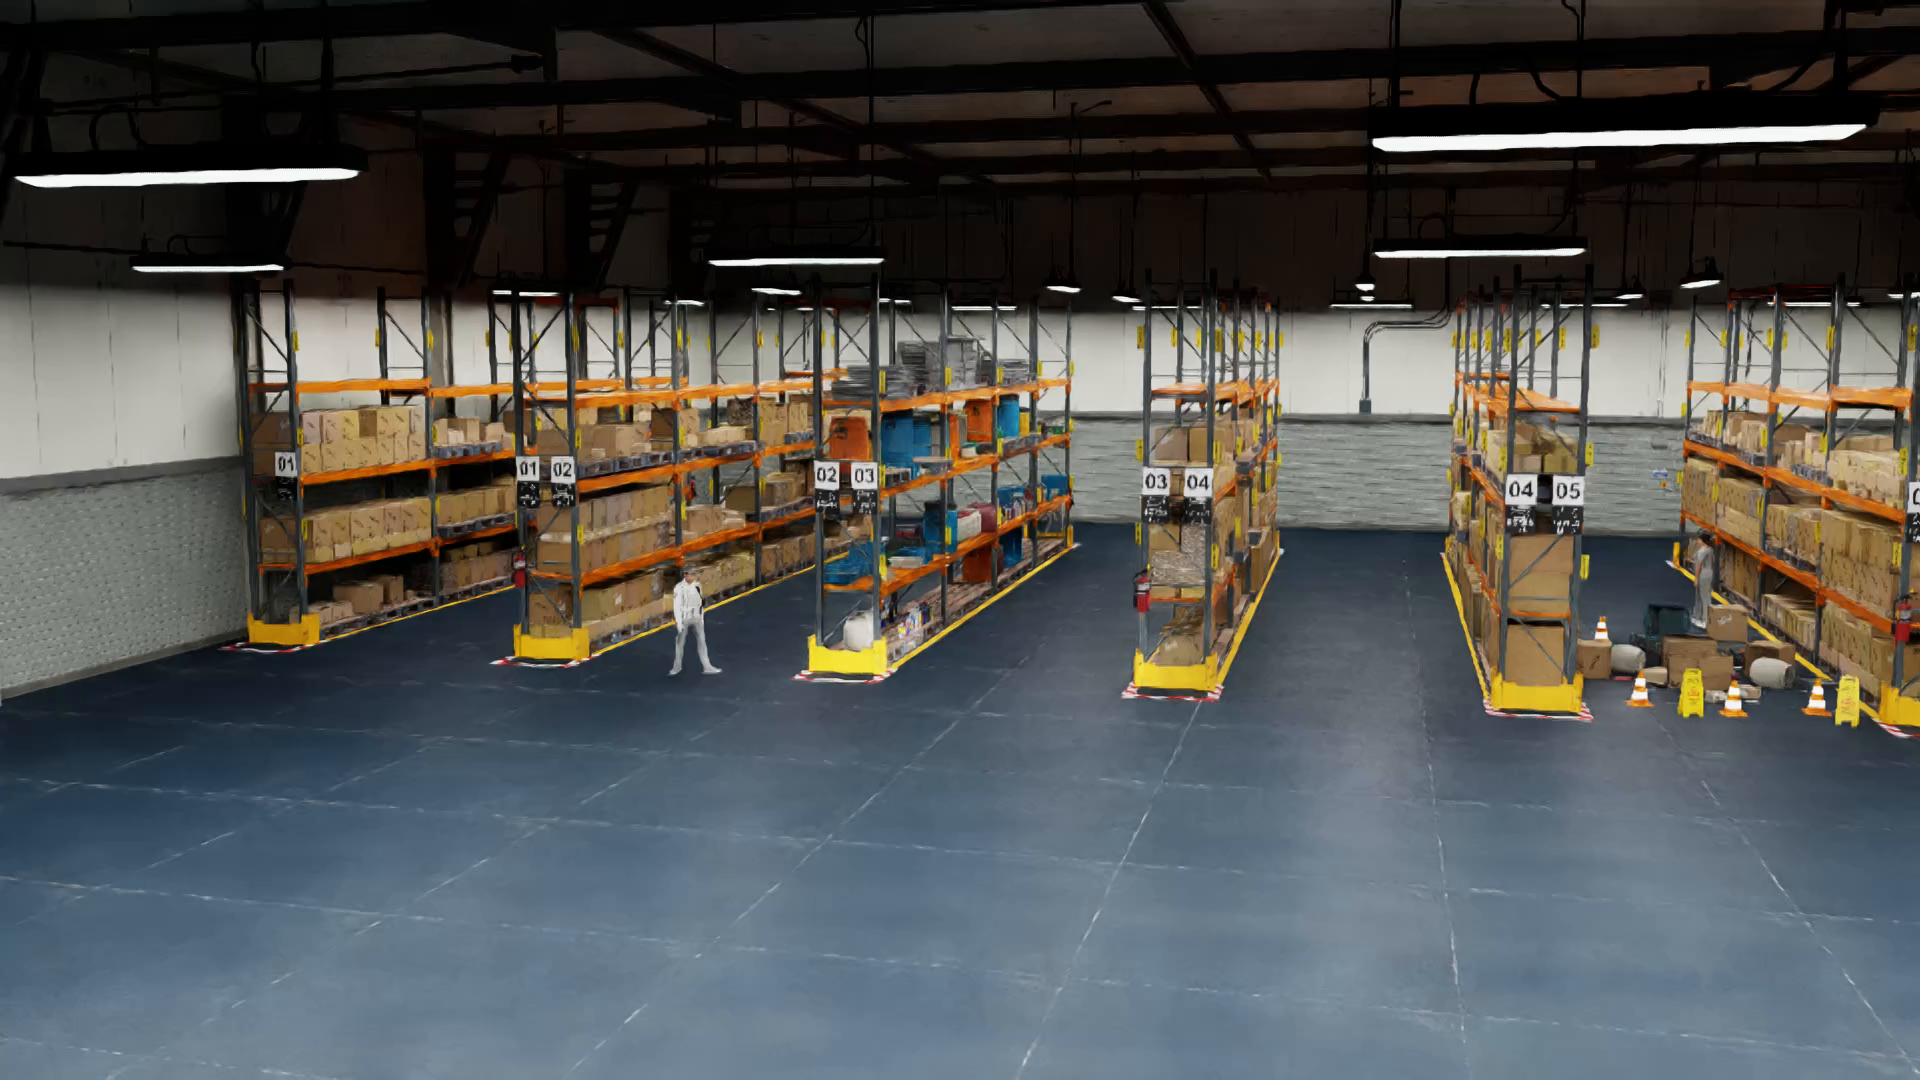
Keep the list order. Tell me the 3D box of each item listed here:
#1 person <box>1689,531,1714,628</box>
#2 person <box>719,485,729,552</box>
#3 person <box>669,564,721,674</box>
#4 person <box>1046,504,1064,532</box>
[{"bbox_3d":[12.987,0.669,29.146,0.580,1.666,0.576,5,9,37],"label":"person"},{"bbox_3d":[-5.345,-0.451,38.428,0.577,1.691,1.114,2,7,16],"label":"person"},{"bbox_3d":[-4.016,1.178,24.942,0.685,1.672,0.546,-5,9,-36],"label":"person"},{"bbox_3d":[2.421,-0.796,41.710,0.636,1.586,0.526,-6,9,-42],"label":"person"}]
